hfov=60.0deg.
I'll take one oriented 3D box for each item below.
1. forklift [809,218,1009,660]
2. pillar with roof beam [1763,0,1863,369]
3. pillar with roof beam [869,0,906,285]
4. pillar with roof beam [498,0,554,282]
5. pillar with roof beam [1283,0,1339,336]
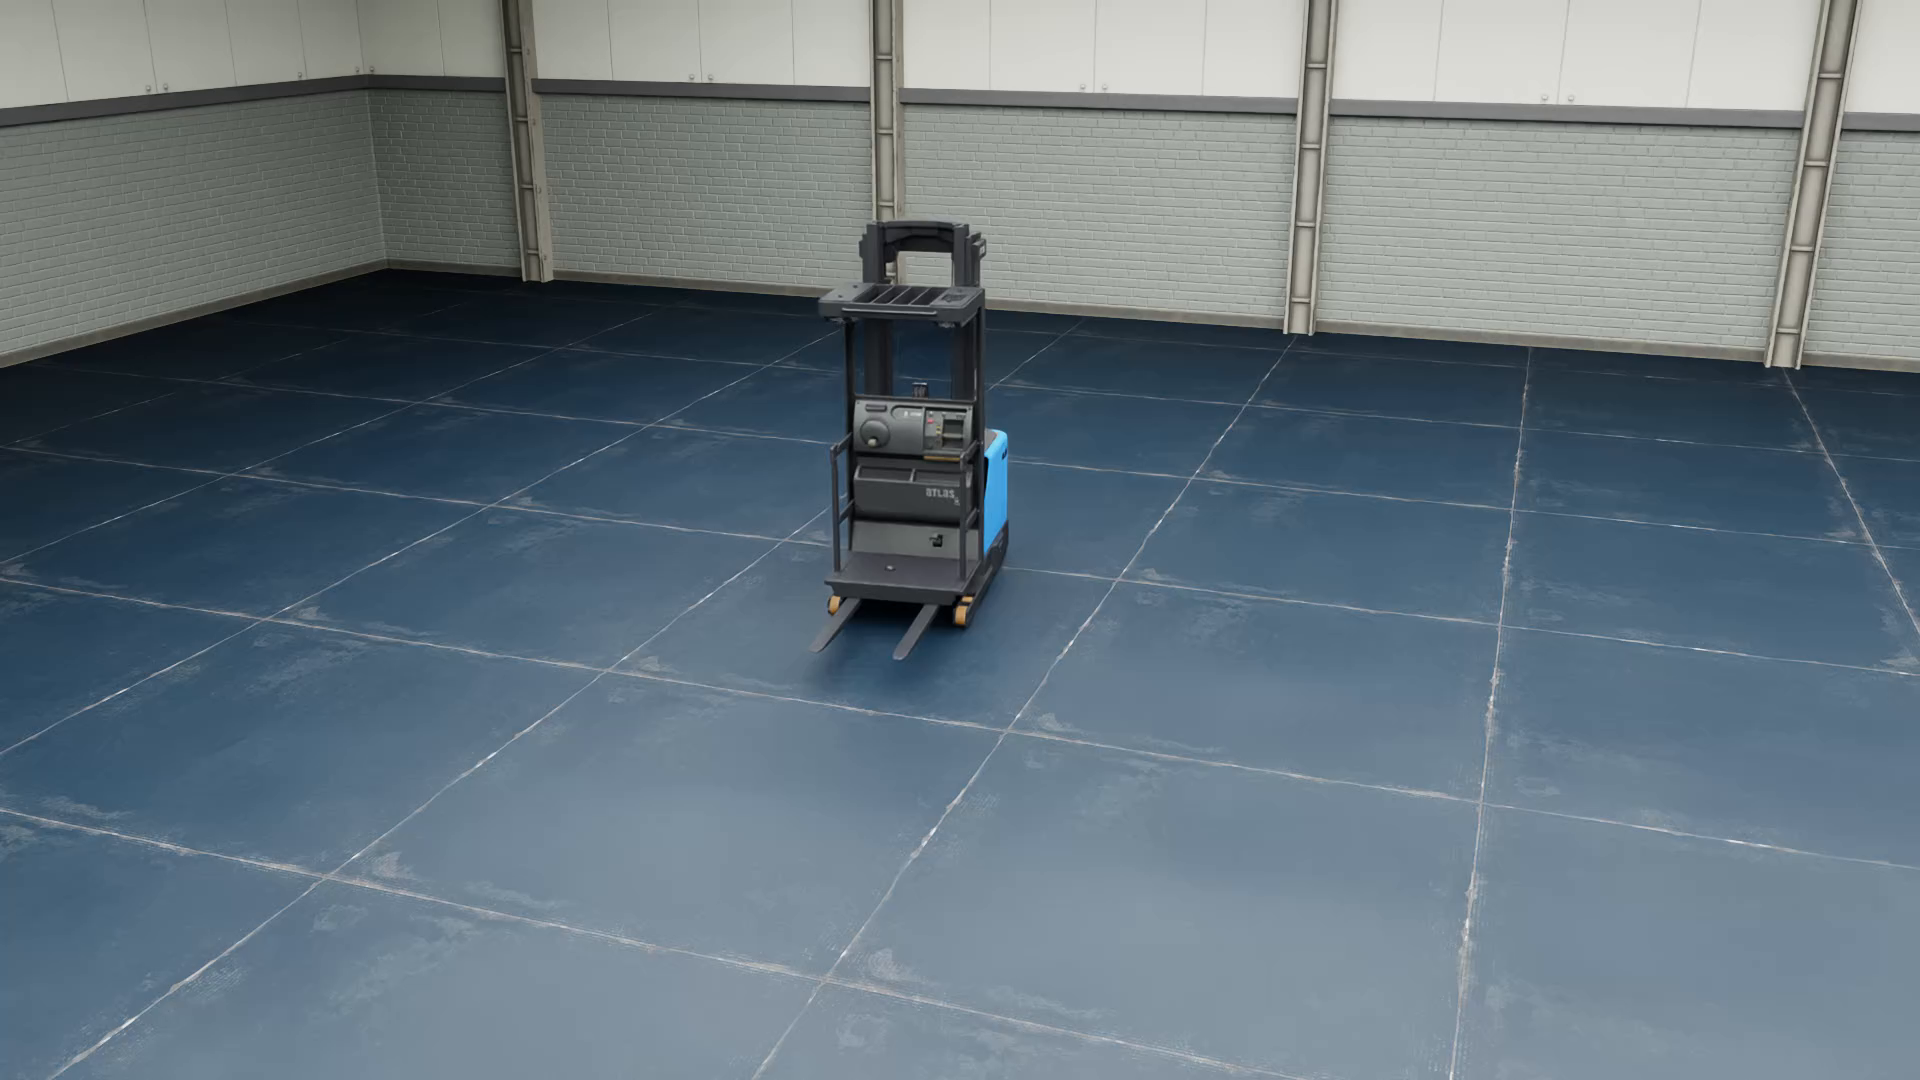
[{"bbox_3d":[-0.405,-0.856,12.578,1.130,2.935,3.031,4,20,12],"label":"forklift"},{"bbox_3d":[8.890,-5.100,15.536,0.400,9.000,9.100,7,20,18],"label":"pillar with roof beam"},{"bbox_3d":[-2.446,-6.396,19.255,0.400,9.000,9.100,7,20,18],"label":"pillar with roof beam"},{"bbox_3d":[-8.113,-7.044,21.114,0.400,9.000,9.100,7,20,18],"label":"pillar with roof beam"},{"bbox_3d":[3.222,-5.748,17.395,0.400,9.000,9.100,7,20,18],"label":"pillar with roof beam"}]
